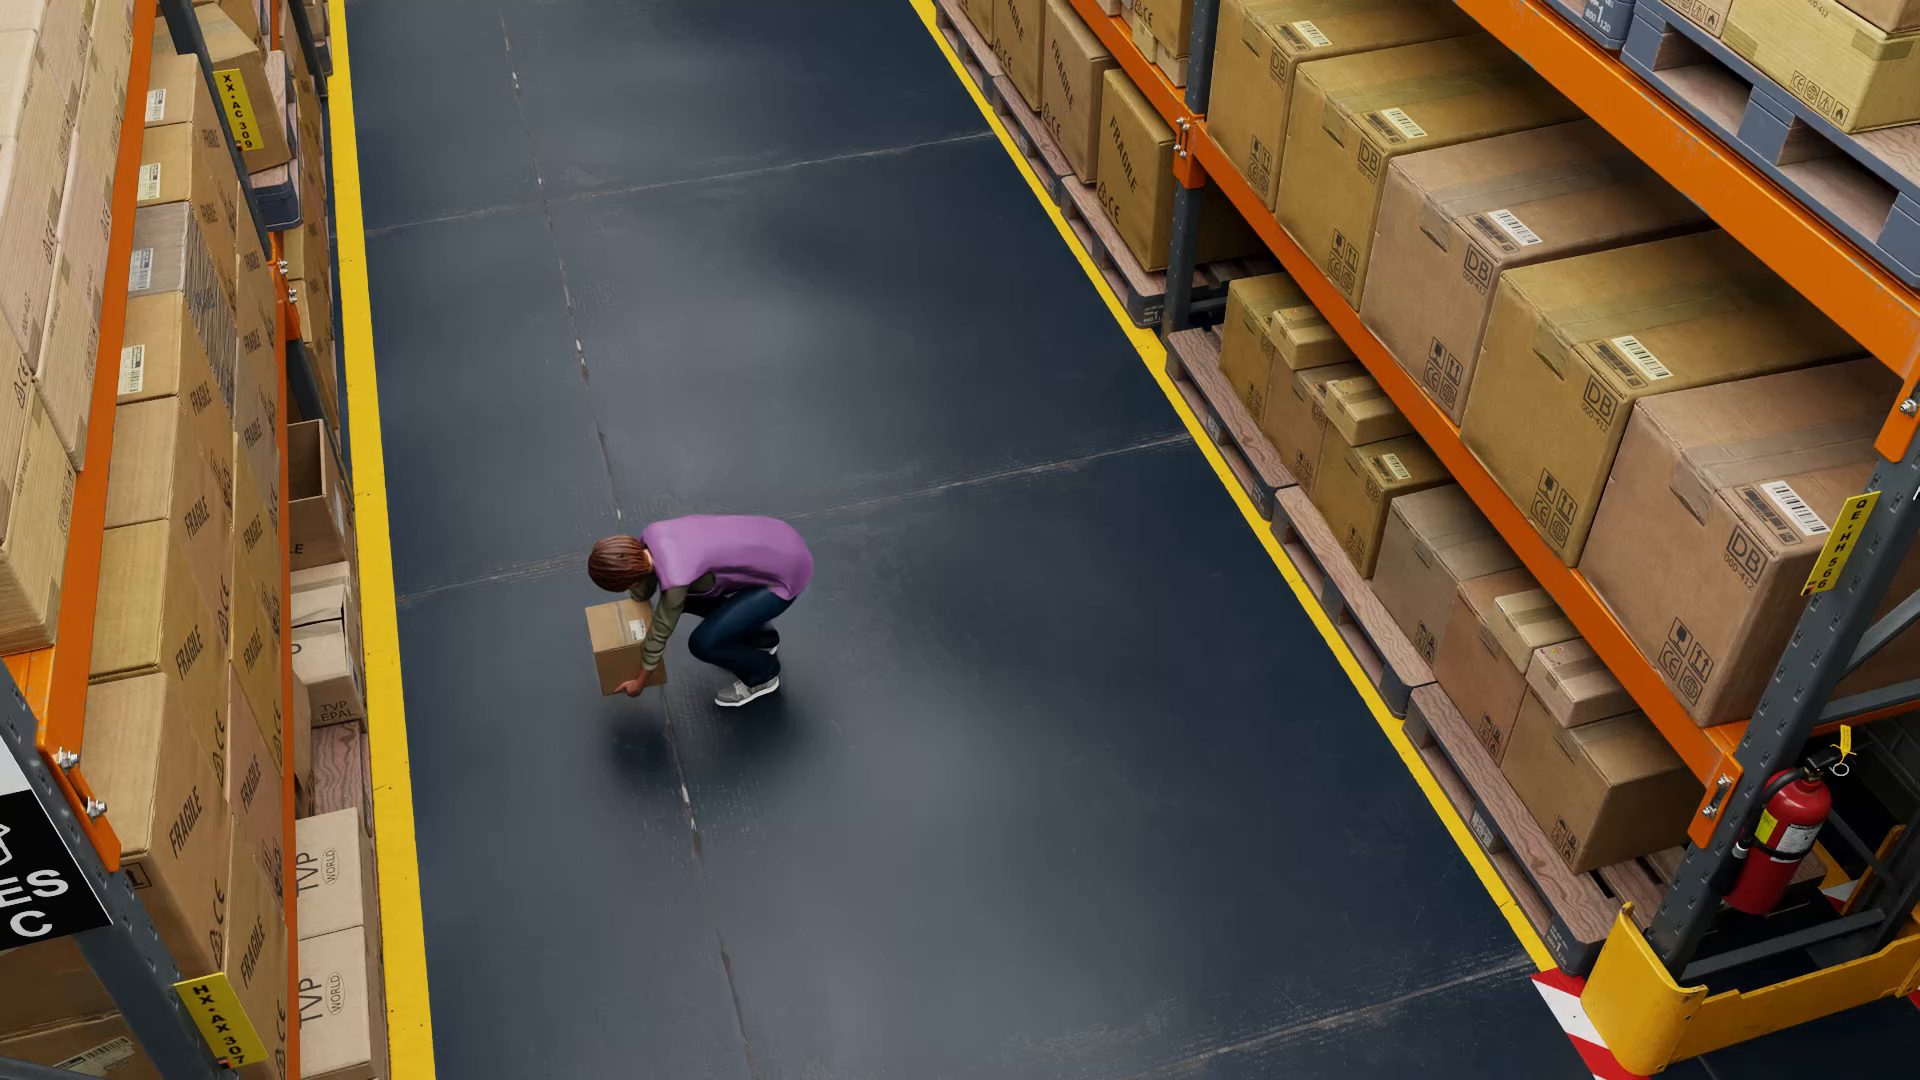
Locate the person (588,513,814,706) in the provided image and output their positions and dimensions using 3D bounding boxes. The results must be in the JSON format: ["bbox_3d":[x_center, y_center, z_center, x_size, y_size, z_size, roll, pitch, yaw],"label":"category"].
[{"bbox_3d":[-0.970,0.249,6.419,0.840,0.895,0.422,-13,45,-14],"label":"person"}]
